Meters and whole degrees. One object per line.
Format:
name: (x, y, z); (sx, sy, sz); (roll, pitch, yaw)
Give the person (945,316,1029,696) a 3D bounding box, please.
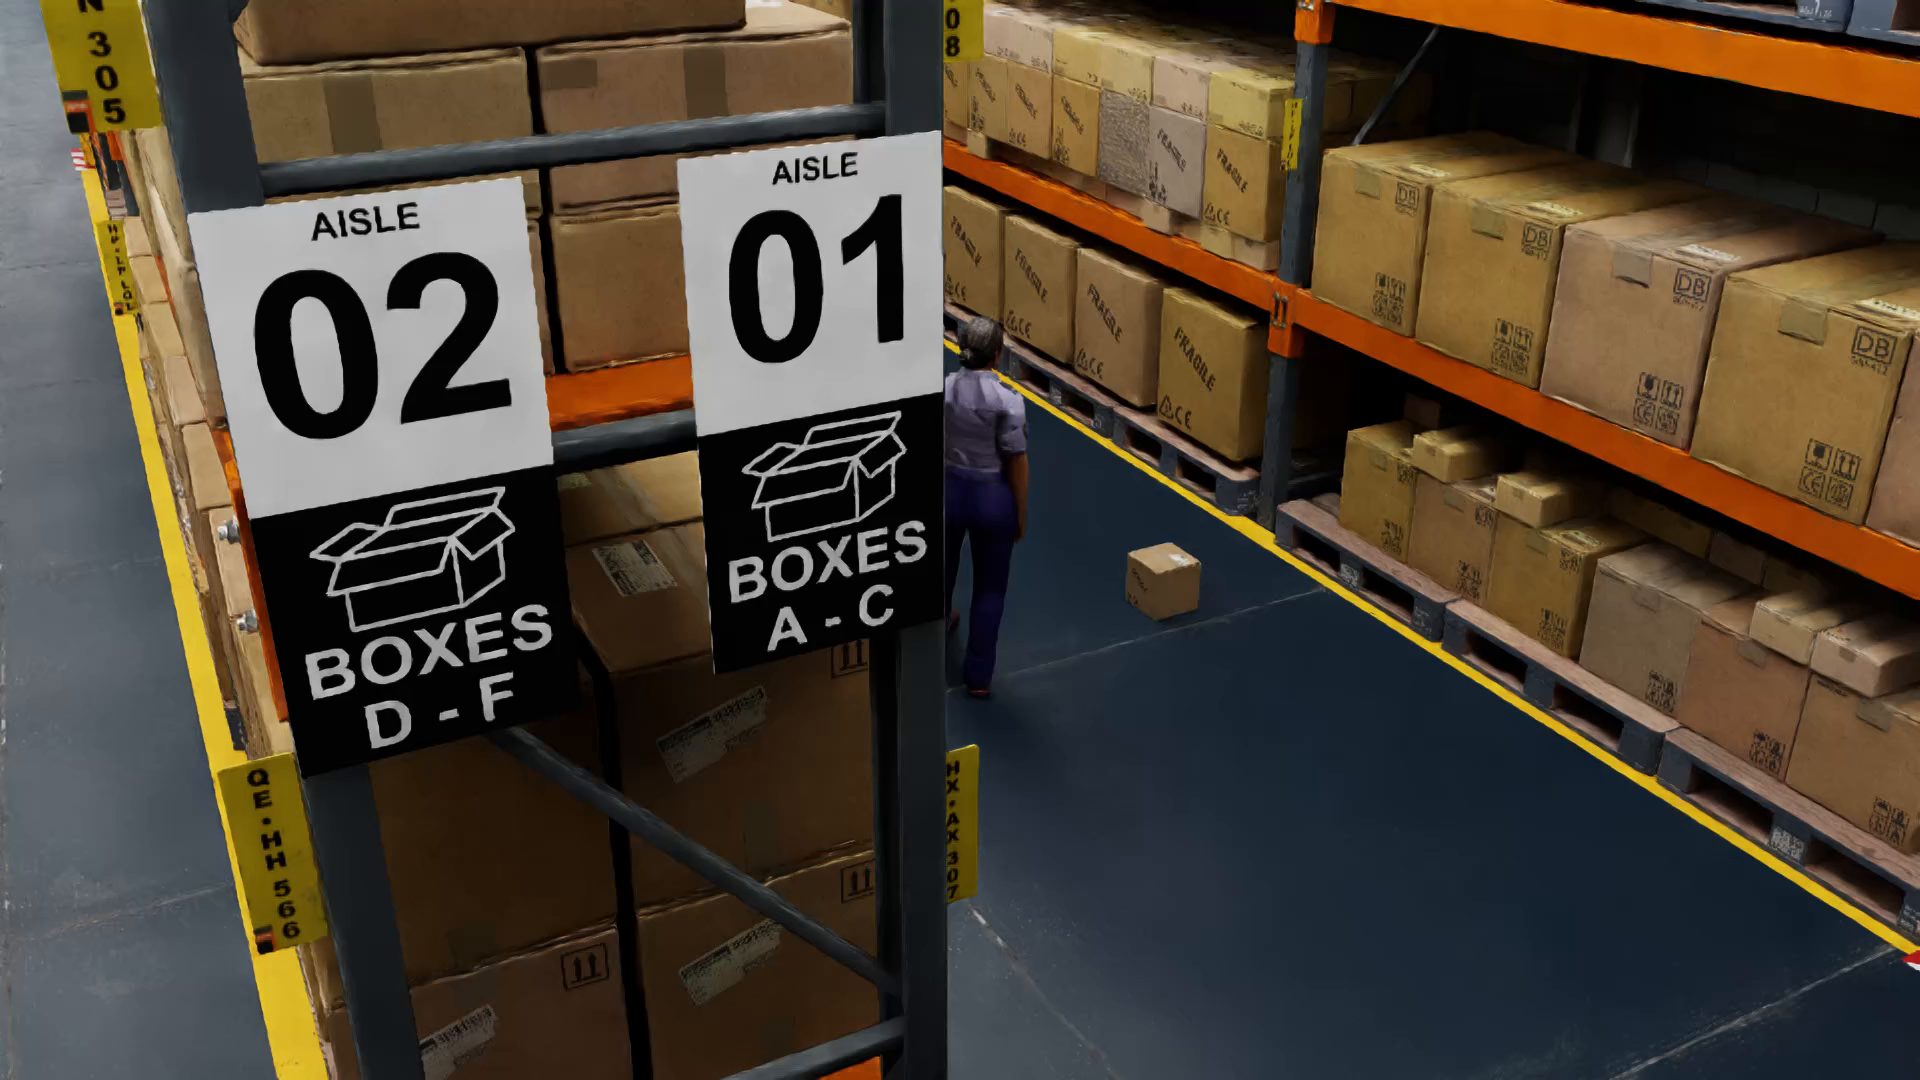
person: (0.067, -0.196, 7.026); (0.543, 1.650, 0.603); (8, 27, 16)
